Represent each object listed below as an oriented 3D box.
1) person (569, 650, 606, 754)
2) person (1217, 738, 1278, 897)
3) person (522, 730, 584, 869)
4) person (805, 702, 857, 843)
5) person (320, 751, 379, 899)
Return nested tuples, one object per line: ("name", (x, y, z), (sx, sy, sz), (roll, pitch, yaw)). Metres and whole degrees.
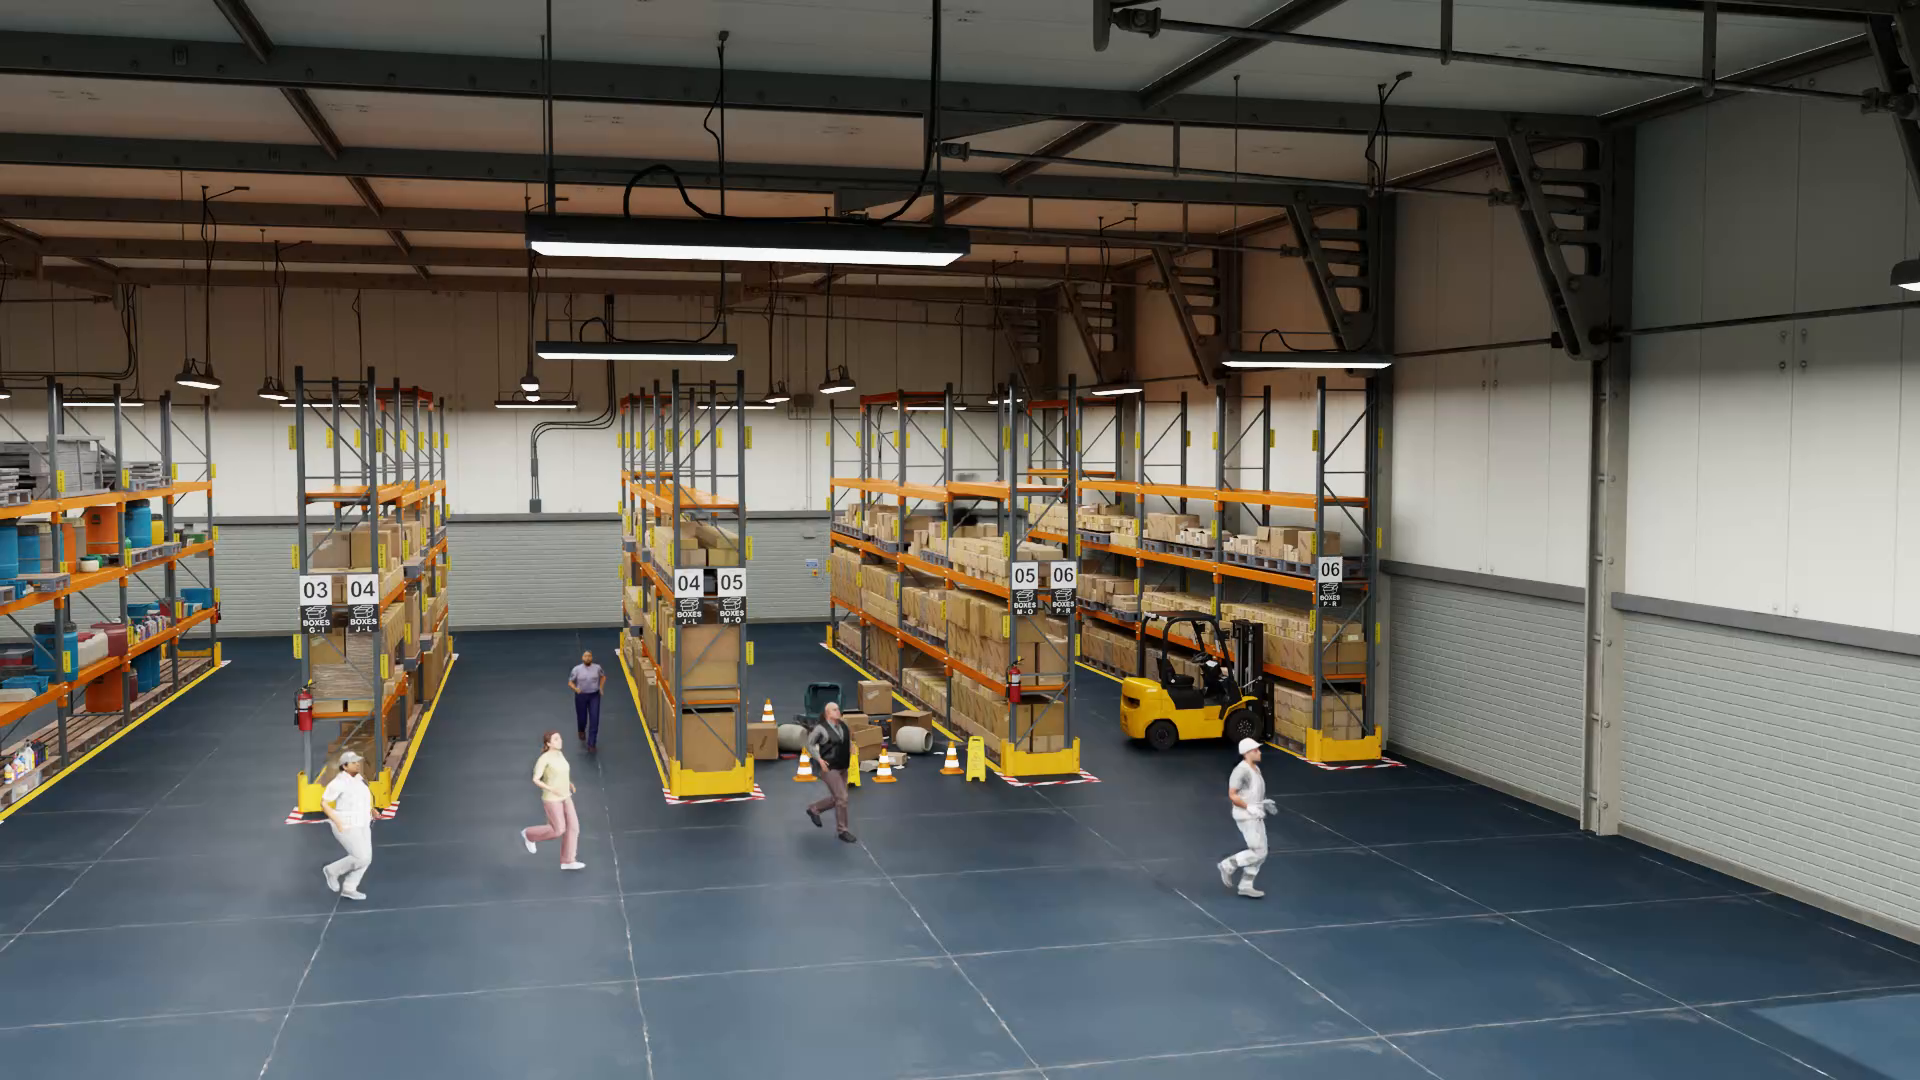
("person", (-6.015, 2.589, 26.889), (0.607, 1.640, 0.849), (-1, 4, -18))
("person", (3.146, 3.040, 18.256), (0.587, 1.741, 0.639), (2, 4, 26))
("person", (-4.739, 3.040, 19.494), (0.810, 1.621, 0.592), (1, 4, 23))
("person", (-1.608, 2.900, 20.972), (0.850, 1.729, 0.653), (3, 4, 38))
("person", (-6.628, 3.115, 18.142), (0.549, 1.627, 0.615), (1, 4, 13))
